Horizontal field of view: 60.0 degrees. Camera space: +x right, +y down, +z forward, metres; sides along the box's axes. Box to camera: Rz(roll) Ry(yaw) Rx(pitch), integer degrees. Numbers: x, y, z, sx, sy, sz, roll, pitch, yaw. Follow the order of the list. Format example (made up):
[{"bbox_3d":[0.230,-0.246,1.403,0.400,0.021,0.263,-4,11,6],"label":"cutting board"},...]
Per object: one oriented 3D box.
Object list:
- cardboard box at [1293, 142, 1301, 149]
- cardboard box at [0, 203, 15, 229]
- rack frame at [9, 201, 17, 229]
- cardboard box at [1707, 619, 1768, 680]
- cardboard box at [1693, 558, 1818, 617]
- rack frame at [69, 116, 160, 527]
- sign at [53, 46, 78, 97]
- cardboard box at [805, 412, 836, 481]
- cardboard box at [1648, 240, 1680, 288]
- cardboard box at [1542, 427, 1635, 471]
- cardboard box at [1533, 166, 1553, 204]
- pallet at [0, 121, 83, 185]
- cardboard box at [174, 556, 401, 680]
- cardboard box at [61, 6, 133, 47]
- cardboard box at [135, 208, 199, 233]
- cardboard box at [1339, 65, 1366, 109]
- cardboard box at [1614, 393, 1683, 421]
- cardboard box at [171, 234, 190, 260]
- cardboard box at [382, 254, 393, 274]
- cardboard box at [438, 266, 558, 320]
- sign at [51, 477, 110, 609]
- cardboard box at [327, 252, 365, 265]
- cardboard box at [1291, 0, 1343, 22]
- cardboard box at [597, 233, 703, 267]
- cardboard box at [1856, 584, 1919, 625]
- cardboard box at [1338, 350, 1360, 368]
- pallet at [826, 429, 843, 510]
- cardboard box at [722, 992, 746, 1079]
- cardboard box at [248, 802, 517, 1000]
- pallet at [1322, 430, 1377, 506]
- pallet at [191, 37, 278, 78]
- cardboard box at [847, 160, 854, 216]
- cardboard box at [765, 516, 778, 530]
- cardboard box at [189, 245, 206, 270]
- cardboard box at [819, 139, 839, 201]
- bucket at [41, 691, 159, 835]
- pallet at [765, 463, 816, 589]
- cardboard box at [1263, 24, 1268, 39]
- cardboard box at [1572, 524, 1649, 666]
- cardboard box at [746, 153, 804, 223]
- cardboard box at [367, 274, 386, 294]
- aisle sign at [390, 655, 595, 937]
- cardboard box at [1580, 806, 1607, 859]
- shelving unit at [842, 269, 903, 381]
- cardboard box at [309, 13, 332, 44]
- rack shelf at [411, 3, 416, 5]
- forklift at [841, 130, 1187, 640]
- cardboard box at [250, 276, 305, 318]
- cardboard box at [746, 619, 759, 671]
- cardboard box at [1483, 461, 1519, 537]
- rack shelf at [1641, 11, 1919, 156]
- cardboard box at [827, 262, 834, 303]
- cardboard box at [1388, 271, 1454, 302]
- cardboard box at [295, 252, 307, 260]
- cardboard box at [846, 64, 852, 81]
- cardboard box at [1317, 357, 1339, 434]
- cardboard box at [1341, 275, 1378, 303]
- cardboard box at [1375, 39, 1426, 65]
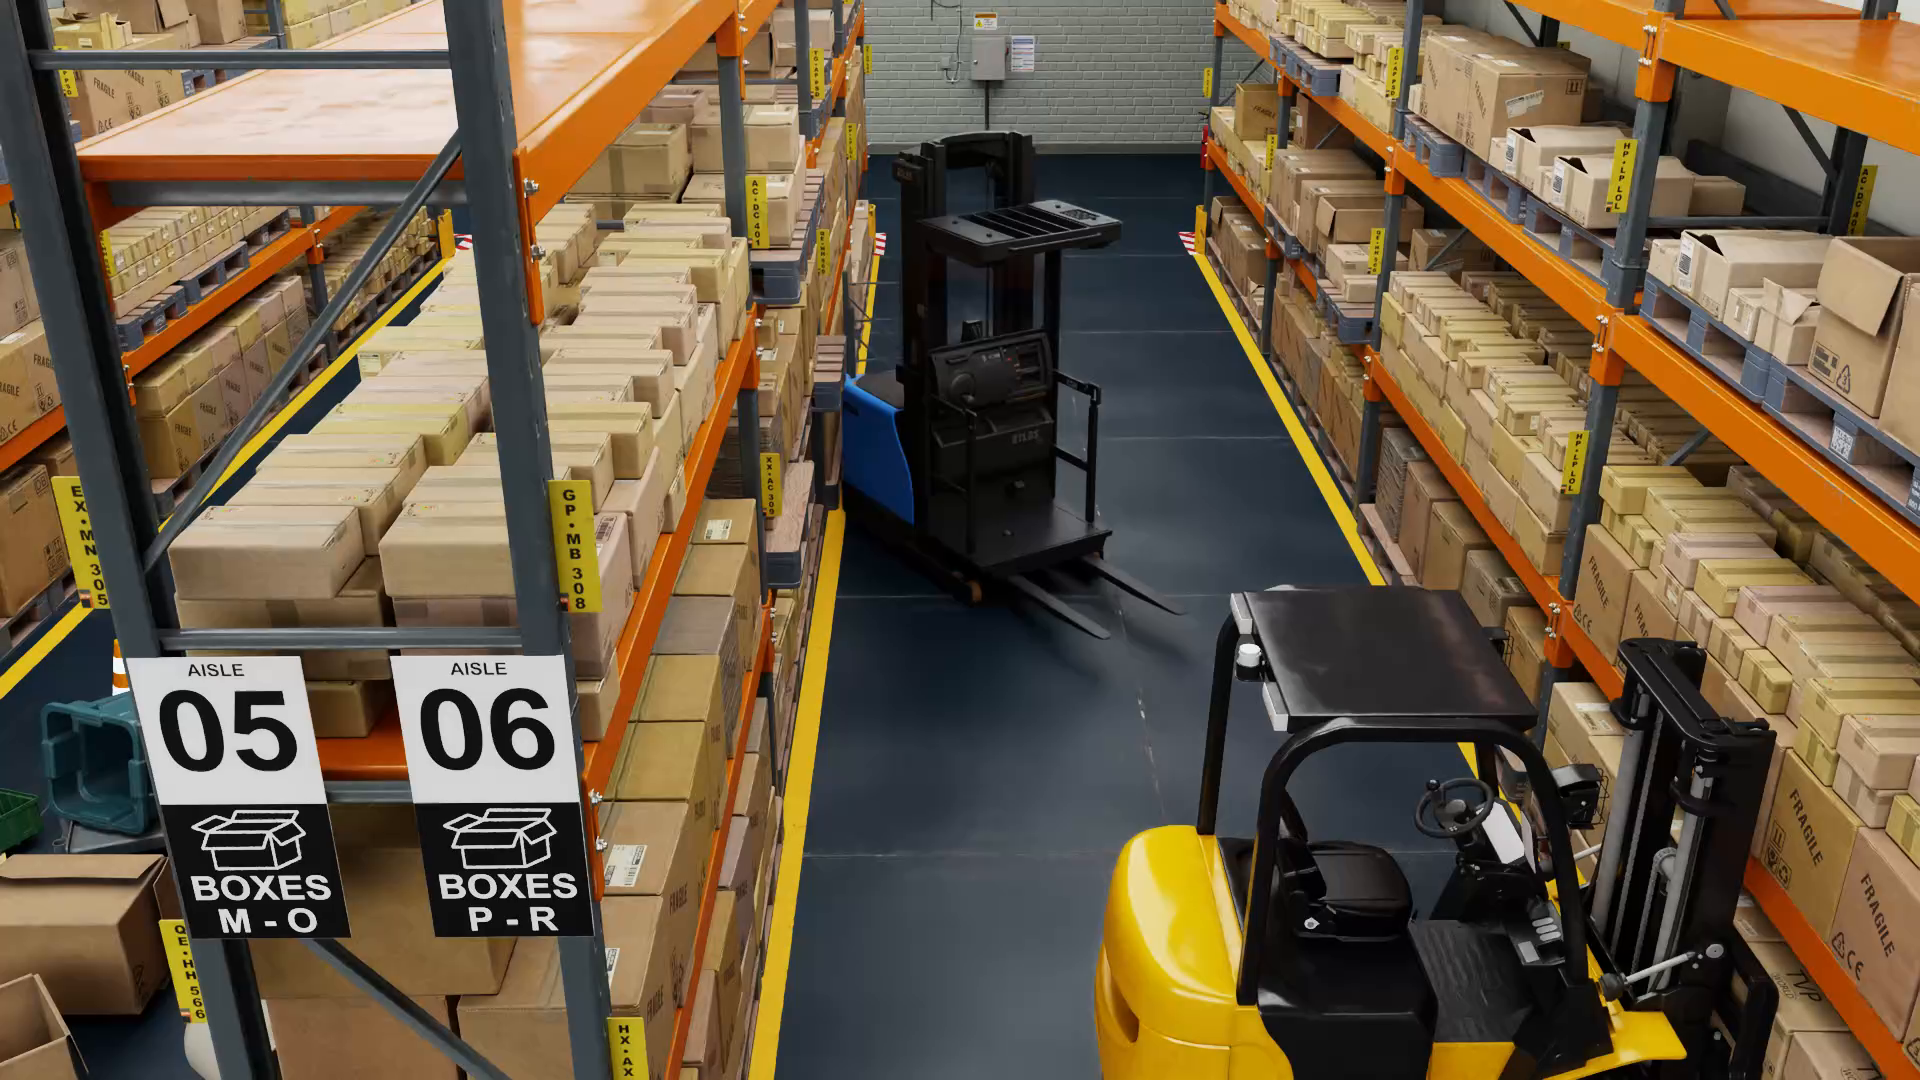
[{"bbox_3d":[3.667,-3.876,16.885,0.500,0.250,0.500,0,24,1],"label":"cardboard box"},{"bbox_3d":[-11.411,-3.724,18.796,0.875,0.875,0.875,0,24,-1],"label":"cardboard box"},{"bbox_3d":[-11.498,-4.764,19.027,1.000,3.000,0.127,0,24,-1],"label":"rack frame"},{"bbox_3d":[3.232,0.431,6.632,0.380,0.149,0.250,-1,24,-2],"label":"cardboard box"},{"bbox_3d":[3.248,0.194,6.795,0.380,0.149,0.250,-1,24,-1],"label":"cardboard box"},{"bbox_3d":[-6.450,-1.448,11.696,1.000,3.000,0.127,0,24,-1],"label":"rack frame"},{"bbox_3d":[-5.895,-3.086,10.953,0.100,0.325,0.005,0,24,-1],"label":"sign"},{"bbox_3d":[-1.426,-1.021,12.819,0.875,0.875,0.875,0,24,-1],"label":"cardboard box"},{"bbox_3d":[3.207,-1.191,7.160,0.380,0.149,0.250,0,24,1],"label":"cardboard box"},{"bbox_3d":[3.259,-0.475,8.635,0.380,0.149,0.250,-1,24,-1],"label":"cardboard box"},{"bbox_3d":[3.190,-1.829,8.571,0.380,0.149,0.250,0,24,-1],"label":"cardboard box"},{"bbox_3d":[-6.390,-2.464,10.531,1.213,0.211,1.003,1,24,2],"label":"pallet"},{"bbox_3d":[-1.689,0.141,4.364,0.500,0.250,0.500,-1,24,-1],"label":"cardboard box"},{"bbox_3d":[-6.226,-3.695,11.973,0.396,0.266,0.258,0,24,-1],"label":"cardboard box"},{"bbox_3d":[-6.277,-2.529,13.159,0.380,0.149,0.250,0,24,1],"label":"cardboard box"},{"bbox_3d":[3.202,-3.458,12.682,0.500,0.250,0.500,0,24,-1],"label":"cardboard box"},{"bbox_3d":[3.741,-0.694,9.119,0.380,0.149,0.250,0,24,-1],"label":"cardboard box"},{"bbox_3d":[-6.270,-2.289,12.989,0.380,0.149,0.250,0,24,0],"label":"cardboard box"},{"bbox_3d":[-6.205,-2.910,17.517,0.380,0.149,0.250,0,24,0],"label":"cardboard box"},{"bbox_3d":[-1.725,-0.922,6.230,0.380,0.149,0.250,-1,24,-2],"label":"cardboard box"},{"bbox_3d":[-1.969,0.008,3.761,0.100,0.325,0.005,0,24,-1],"label":"sign"},{"bbox_3d":[-6.232,-2.833,16.986,0.380,0.149,0.250,0,24,1],"label":"cardboard box"},{"bbox_3d":[3.018,-4.470,14.049,0.380,0.149,0.250,-1,24,-2],"label":"cardboard box"},{"bbox_3d":[-1.243,-1.136,6.701,0.380,0.149,0.250,0,24,1],"label":"cardboard box"},{"bbox_3d":[3.793,0.293,6.575,0.380,0.149,0.250,-1,24,-1],"label":"cardboard box"},{"bbox_3d":[3.253,-1.417,13.362,0.380,0.149,0.250,0,24,1],"label":"cardboard box"},{"bbox_3d":[-1.434,-0.567,13.131,1.003,0.211,1.213,0,24,-1],"label":"pallet"},{"bbox_3d":[-1.163,2.077,6.728,0.500,0.250,0.500,1,24,3],"label":"cardboard box"},{"bbox_3d":[-1.638,0.938,4.724,0.700,0.500,0.500,-1,24,-2],"label":"cardboard box"},{"bbox_3d":[3.492,-0.573,13.145,1.003,0.211,1.213,0,24,-1],"label":"pallet"},{"bbox_3d":[-6.593,-4.123,14.197,1.213,0.211,1.003,0,24,-1],"label":"pallet"},{"bbox_3d":[-1.288,-3.401,15.891,0.500,0.500,0.500,1,24,1],"label":"cardboard box"},{"bbox_3d":[-1.148,-0.170,8.665,0.380,0.149,0.250,0,24,0],"label":"cardboard box"},{"bbox_3d":[-6.269,-2.257,13.279,0.380,0.149,0.250,0,24,0],"label":"cardboard box"},{"bbox_3d":[-1.290,-3.057,13.917,0.500,0.500,0.500,0,24,1],"label":"cardboard box"},{"bbox_3d":[-4.099,1.044,8.312,0.726,0.611,0.620,8,16,18],"label":"bucket"},{"bbox_3d":[-1.320,-0.092,8.930,1.003,0.211,1.213,0,24,-1],"label":"pallet"},{"bbox_3d":[3.127,-4.896,15.984,0.380,0.149,0.250,0,24,-1],"label":"cardboard box"},{"bbox_3d":[3.250,0.251,7.818,0.500,0.500,0.500,-1,24,-2],"label":"cardboard box"},{"bbox_3d":[-1.069,-1.805,8.518,0.500,0.250,0.500,-1,24,-1],"label":"cardboard box"},{"bbox_3d":[-6.231,-2.675,17.358,0.380,0.149,0.250,-1,24,-2],"label":"cardboard box"},{"bbox_3d":[-1.103,0.624,3.959,0.394,0.787,0.004,0,24,-1],"label":"aisle sign"},{"bbox_3d":[3.210,1.354,7.720,0.500,0.250,0.500,0,24,-1],"label":"cardboard box"},{"bbox_3d":[-0.633,-1.255,13.089,0.538,1.500,1.048,-3,24,-6],"label":"shelving unit"},{"bbox_3d":[-6.249,-4.793,15.634,0.500,0.250,0.500,-1,24,-1],"label":"cardboard box"},{"bbox_3d":[-6.515,-4.960,16.693,1.077,0.370,4.000,0,24,-1],"label":"rack shelf"},{"bbox_3d":[0.341,-1.119,11.051,1.130,2.935,3.031,-15,28,-30],"label":"forklift"},{"bbox_3d":[-6.232,-2.185,14.938,0.500,0.250,0.500,-1,24,-2],"label":"cardboard box"},{"bbox_3d":[-1.139,0.484,7.728,0.380,0.149,0.250,0,24,1],"label":"cardboard box"},{"bbox_3d":[3.228,-0.233,9.191,0.500,0.250,0.500,0,24,-1],"label":"cardboard box"},{"bbox_3d":[3.528,-1.287,5.418,1.077,0.370,4.000,0,24,-1],"label":"rack shelf"},{"bbox_3d":[-1.278,-2.075,13.262,0.500,0.250,0.500,1,24,1],"label":"cardboard box"},{"bbox_3d":[3.171,-1.745,11.442,0.380,0.149,0.250,0,24,1],"label":"cardboard box"},{"bbox_3d":[-6.830,-2.832,16.982,0.380,0.149,0.250,-1,24,-3],"label":"cardboard box"},{"bbox_3d":[-1.286,-4.716,16.799,0.380,0.149,0.250,0,24,0],"label":"cardboard box"},{"bbox_3d":[3.239,-1.184,13.635,0.500,0.500,0.500,1,24,2],"label":"cardboard box"},{"bbox_3d":[3.071,-1.882,12.450,0.380,0.149,0.250,0,24,0],"label":"cardboard box"},{"bbox_3d":[3.212,-3.510,11.952,0.380,0.149,0.250,-1,24,-2],"label":"cardboard box"}]
